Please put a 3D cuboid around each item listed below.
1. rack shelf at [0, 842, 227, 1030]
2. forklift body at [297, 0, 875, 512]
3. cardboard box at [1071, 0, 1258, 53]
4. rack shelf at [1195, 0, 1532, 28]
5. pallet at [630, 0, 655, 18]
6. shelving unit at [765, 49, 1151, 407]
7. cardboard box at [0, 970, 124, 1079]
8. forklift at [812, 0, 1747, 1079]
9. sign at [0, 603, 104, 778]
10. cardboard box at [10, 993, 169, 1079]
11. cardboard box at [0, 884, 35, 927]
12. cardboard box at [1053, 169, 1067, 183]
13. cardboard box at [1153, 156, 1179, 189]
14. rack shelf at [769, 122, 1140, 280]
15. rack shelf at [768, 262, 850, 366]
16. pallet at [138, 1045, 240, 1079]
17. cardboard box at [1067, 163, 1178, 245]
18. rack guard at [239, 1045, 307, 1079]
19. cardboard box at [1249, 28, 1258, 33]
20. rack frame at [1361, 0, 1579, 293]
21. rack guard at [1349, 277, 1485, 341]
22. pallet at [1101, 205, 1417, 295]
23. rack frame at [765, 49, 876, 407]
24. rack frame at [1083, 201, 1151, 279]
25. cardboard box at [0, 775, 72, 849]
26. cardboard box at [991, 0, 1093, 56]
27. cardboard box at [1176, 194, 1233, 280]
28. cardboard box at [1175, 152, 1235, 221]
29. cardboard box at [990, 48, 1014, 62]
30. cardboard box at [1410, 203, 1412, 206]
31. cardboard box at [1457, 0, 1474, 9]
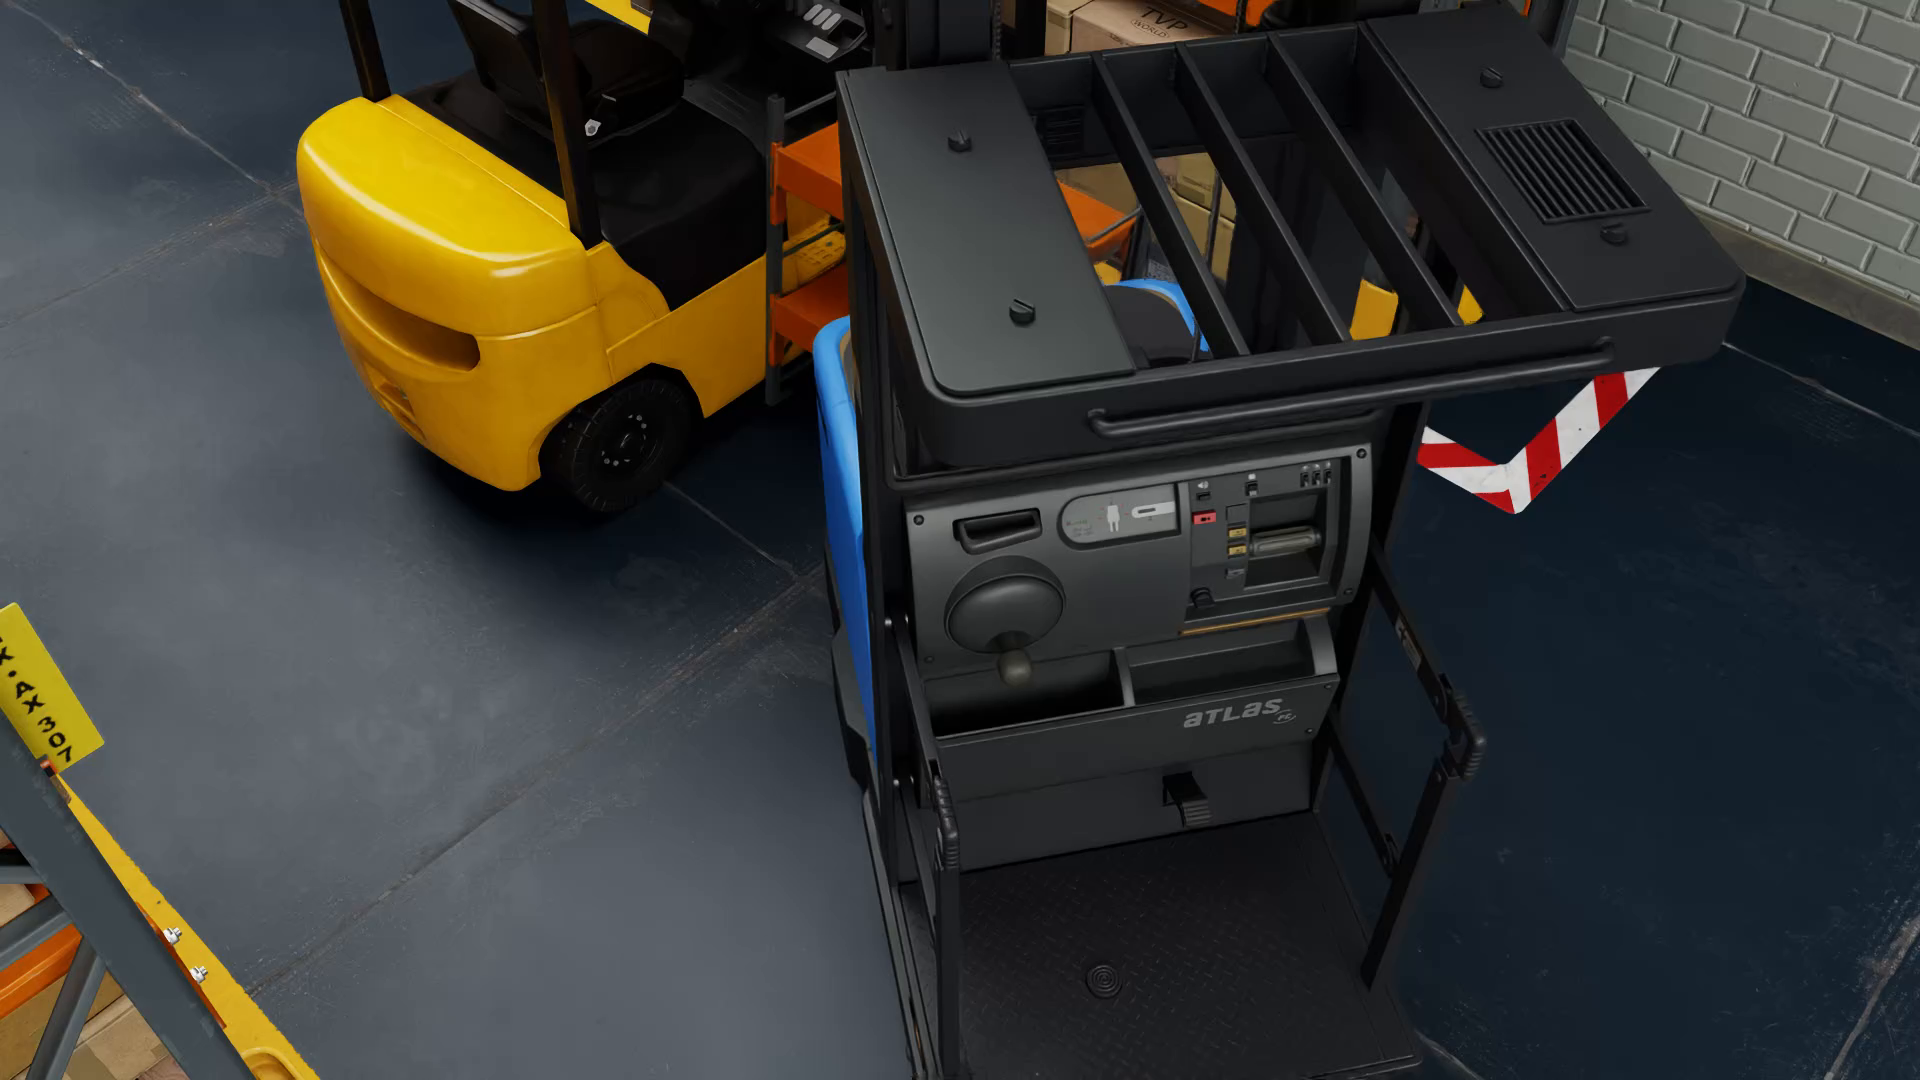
[{"bbox_3d":[-3.174,0.068,3.622,4.000,0.370,1.077,34,55,28],"label":"rack shelf"},{"bbox_3d":[-0.971,-1.520,5.202,1.214,2.155,2.313,34,55,28],"label":"forklift body"},{"bbox_3d":[0.730,-1.705,5.705,0.500,0.250,0.500,35,56,28],"label":"cardboard box"},{"bbox_3d":[0.190,-2.593,6.120,4.000,0.370,1.077,34,55,28],"label":"rack shelf"},{"bbox_3d":[-0.724,-2.458,7.413,1.213,0.211,1.003,34,55,28],"label":"pallet"},{"bbox_3d":[-0.047,-0.736,5.122,1.048,1.125,0.538,32,49,25],"label":"shelving unit"},{"bbox_3d":[-2.127,0.793,3.531,0.500,0.500,0.500,32,55,27],"label":"cardboard box"},{"bbox_3d":[0.404,0.137,3.111,1.130,2.935,3.031,-9,47,-8],"label":"forklift"},{"bbox_3d":[-1.337,0.224,2.388,0.005,0.325,0.100,34,55,28],"label":"sign"},{"bbox_3d":[-2.110,1.061,3.794,0.500,0.250,0.500,33,55,27],"label":"cardboard box"},{"bbox_3d":[-1.814,0.618,2.784,0.250,0.149,0.380,34,55,28],"label":"cardboard box"},{"bbox_3d":[0.379,-1.619,6.310,0.500,0.250,0.500,35,56,28],"label":"cardboard box"},{"bbox_3d":[0.728,-1.551,5.904,0.500,0.250,0.500,33,55,27],"label":"cardboard box"},{"bbox_3d":[-0.022,-0.949,4.923,1.000,0.278,0.538,32,49,25],"label":"rack shelf"},{"bbox_3d":[-0.068,-0.557,5.288,1.000,0.278,0.538,32,49,25],"label":"rack shelf"},{"bbox_3d":[-2.333,1.307,3.878,1.213,0.211,1.003,34,55,28],"label":"pallet"},{"bbox_3d":[0.741,-1.367,6.074,0.500,0.250,0.500,34,55,28],"label":"cardboard box"},{"bbox_3d":[-1.760,1.629,3.378,0.348,0.500,1.175,34,55,28],"label":"rack guard"},{"bbox_3d":[1.109,-1.455,5.471,0.500,0.250,0.500,36,56,29],"label":"cardboard box"},{"bbox_3d":[1.659,-1.850,4.930,0.127,3.000,1.000,34,55,28],"label":"rack frame"},{"bbox_3d":[1.677,-0.983,5.830,0.348,0.500,1.175,34,55,28],"label":"rack guard"},{"bbox_3d":[1.069,-1.251,6.280,1.213,0.211,1.003,34,55,28],"label":"pallet"},{"bbox_3d":[-0.435,-0.983,5.338,0.032,1.125,0.500,32,49,25],"label":"rack frame"},{"bbox_3d":[0.341,-0.489,4.906,0.032,1.125,0.500,32,49,25],"label":"rack frame"},{"bbox_3d":[-1.864,0.292,2.646,0.500,0.500,0.500,33,55,27],"label":"cardboard box"},{"bbox_3d":[0.353,-1.949,5.935,0.500,0.250,0.500,35,56,28],"label":"cardboard box"},{"bbox_3d":[1.100,-1.116,5.838,0.500,0.250,0.500,34,56,28],"label":"cardboard box"},{"bbox_3d":[1.090,-1.297,5.665,0.500,0.250,0.500,33,55,27],"label":"cardboard box"},{"bbox_3d":[0.335,-1.795,6.133,0.500,0.250,0.500,33,55,27],"label":"cardboard box"},{"bbox_3d":[1.431,-1.400,6.105,0.500,0.250,0.500,34,56,28],"label":"cardboard box"},{"bbox_3d":[1.435,-1.734,5.733,0.500,0.250,0.500,33,55,27],"label":"cardboard box"}]
